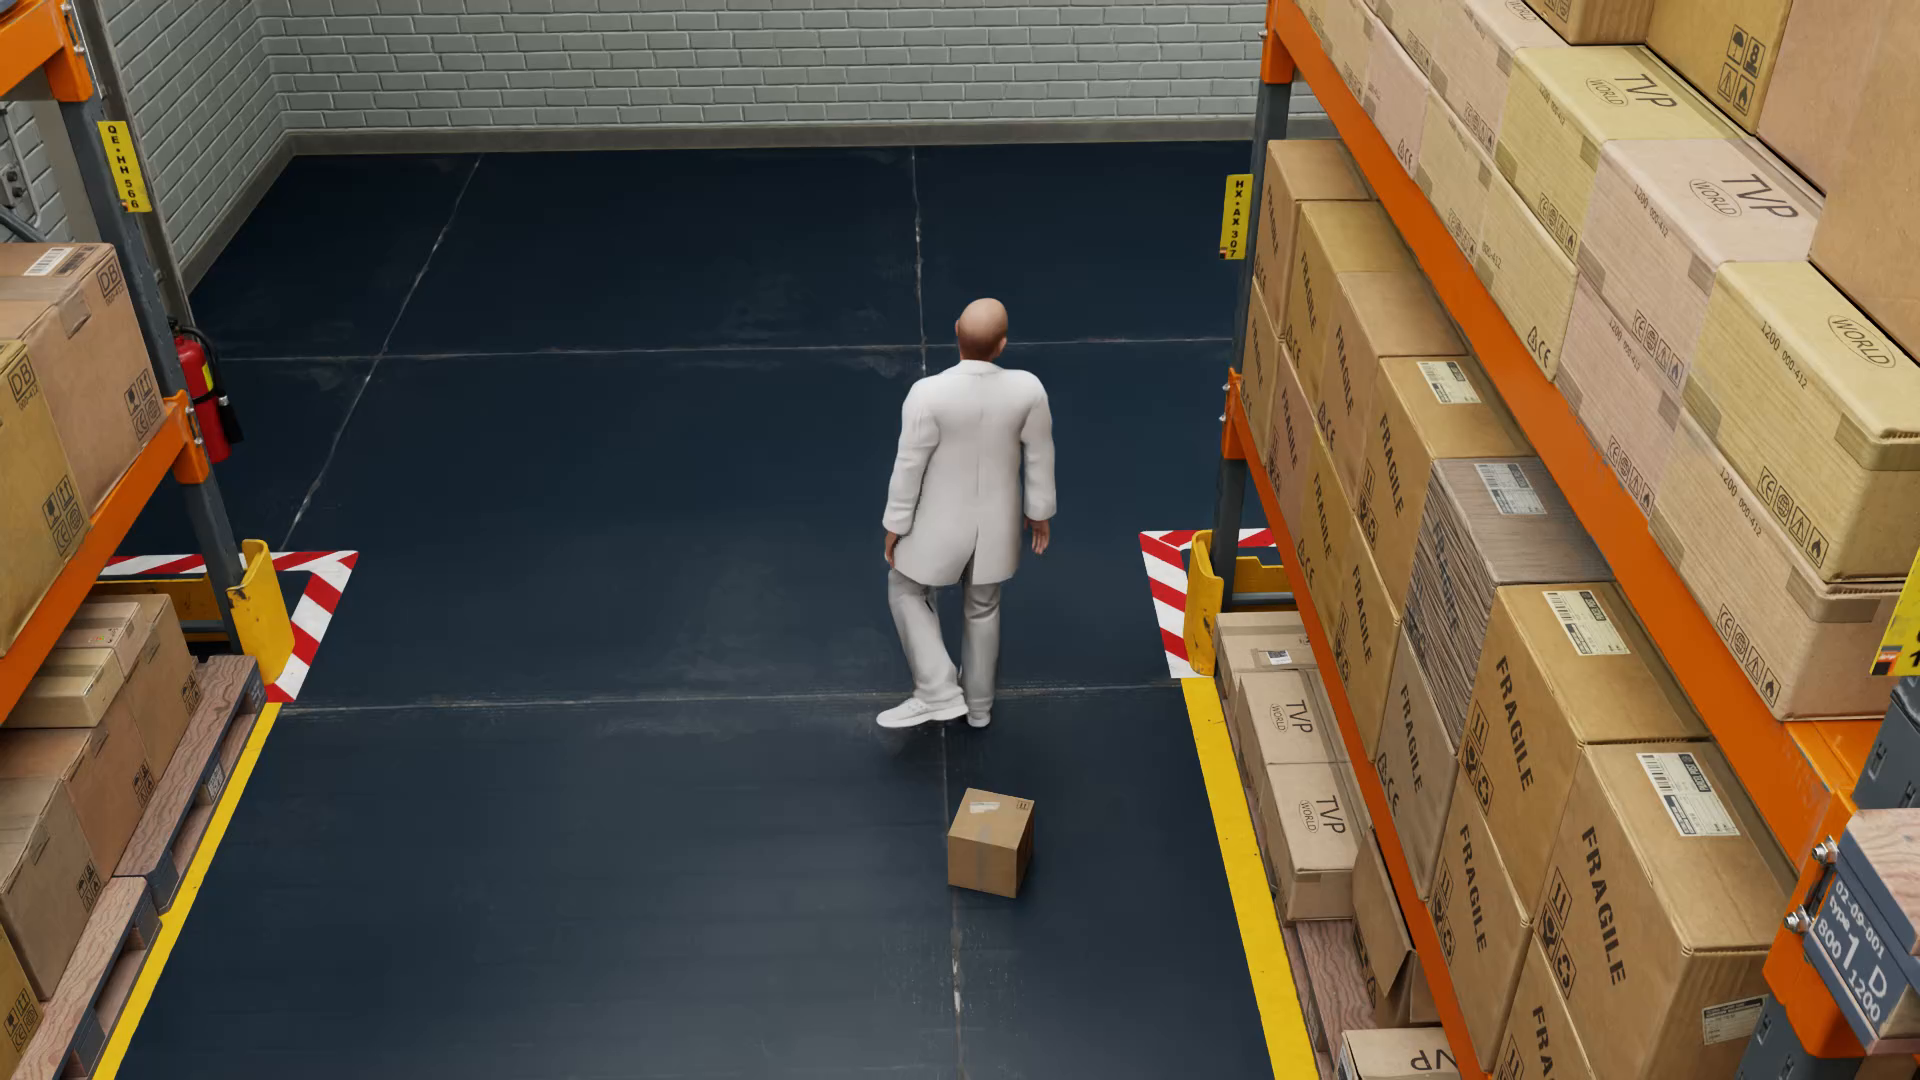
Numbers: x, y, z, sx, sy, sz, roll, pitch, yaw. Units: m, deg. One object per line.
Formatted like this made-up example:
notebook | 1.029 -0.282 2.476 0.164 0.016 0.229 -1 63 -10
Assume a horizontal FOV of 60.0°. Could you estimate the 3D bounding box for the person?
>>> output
person | 0.008 -0.040 6.196 0.752 1.773 0.560 -9 36 -13
